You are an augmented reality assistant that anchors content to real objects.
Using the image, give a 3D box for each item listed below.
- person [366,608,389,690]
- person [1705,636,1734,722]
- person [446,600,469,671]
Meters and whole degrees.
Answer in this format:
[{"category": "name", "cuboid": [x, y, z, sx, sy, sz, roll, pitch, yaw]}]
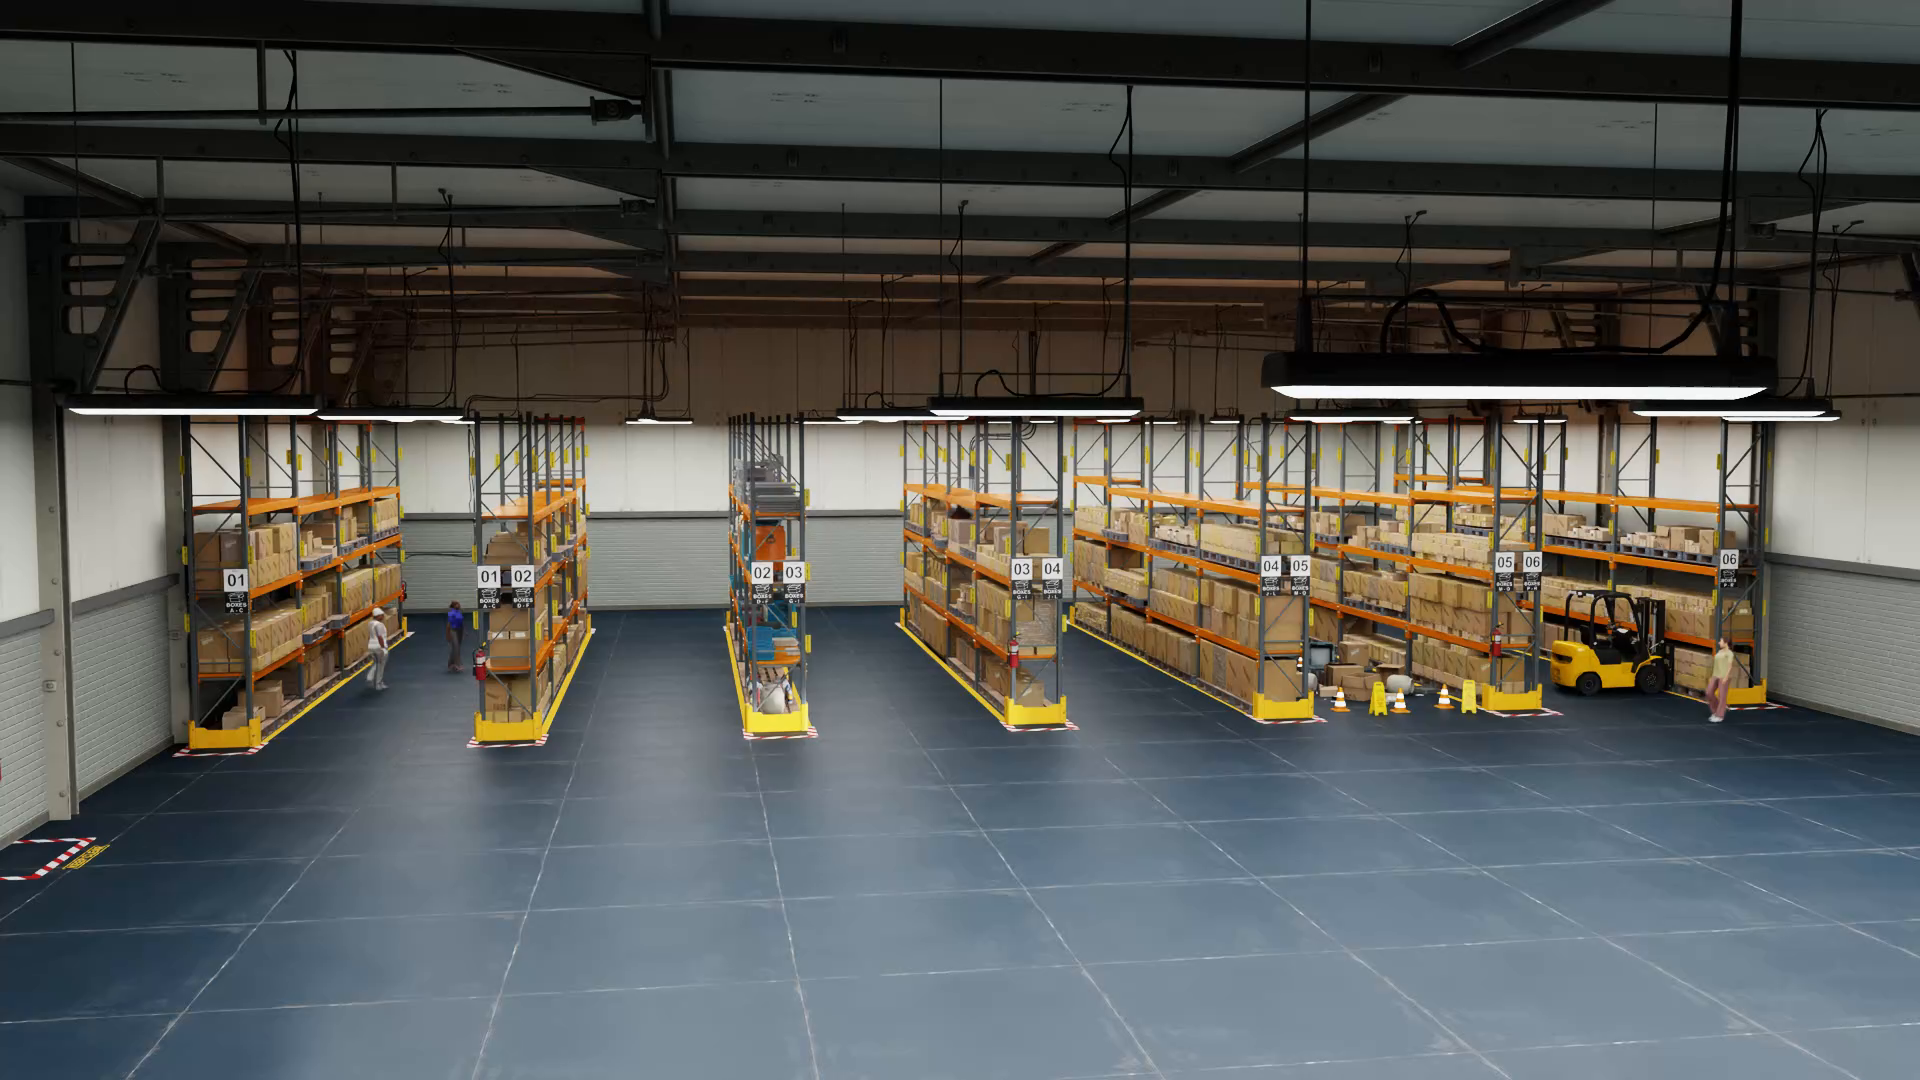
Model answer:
[{"category": "person", "cuboid": [-12.659, 2.358, 36.121, 0.602, 1.777, 0.468, 2, 4, 25]}, {"category": "person", "cuboid": [14.783, 2.707, 32.329, 0.465, 1.691, 0.472, -2, 4, -25]}, {"category": "person", "cuboid": [-11.827, 2.229, 39.144, 0.745, 1.644, 0.527, 2, 5, 32]}]
